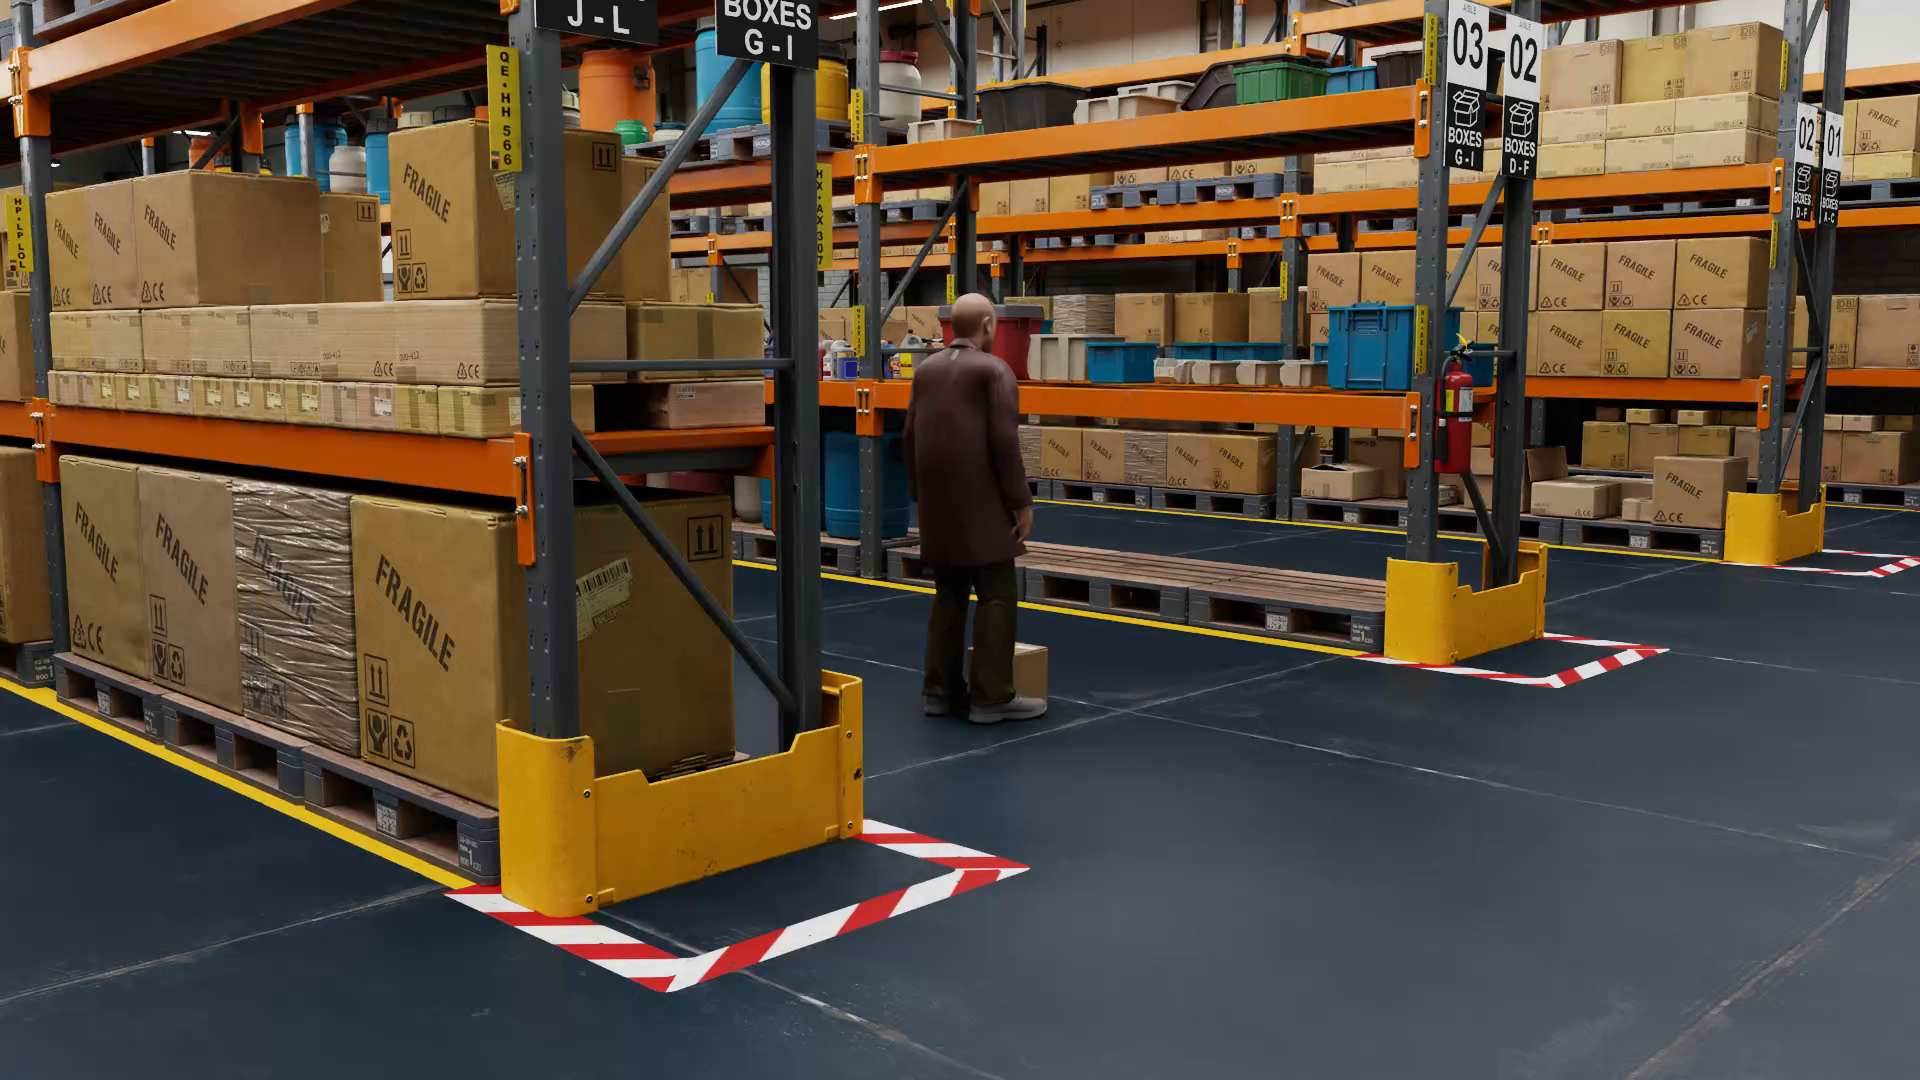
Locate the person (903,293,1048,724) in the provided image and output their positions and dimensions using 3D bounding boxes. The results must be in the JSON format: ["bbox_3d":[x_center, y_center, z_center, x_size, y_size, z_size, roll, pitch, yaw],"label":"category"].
[{"bbox_3d":[0.036,-0.142,6.991,0.652,1.774,0.417,6,9,42],"label":"person"}]
